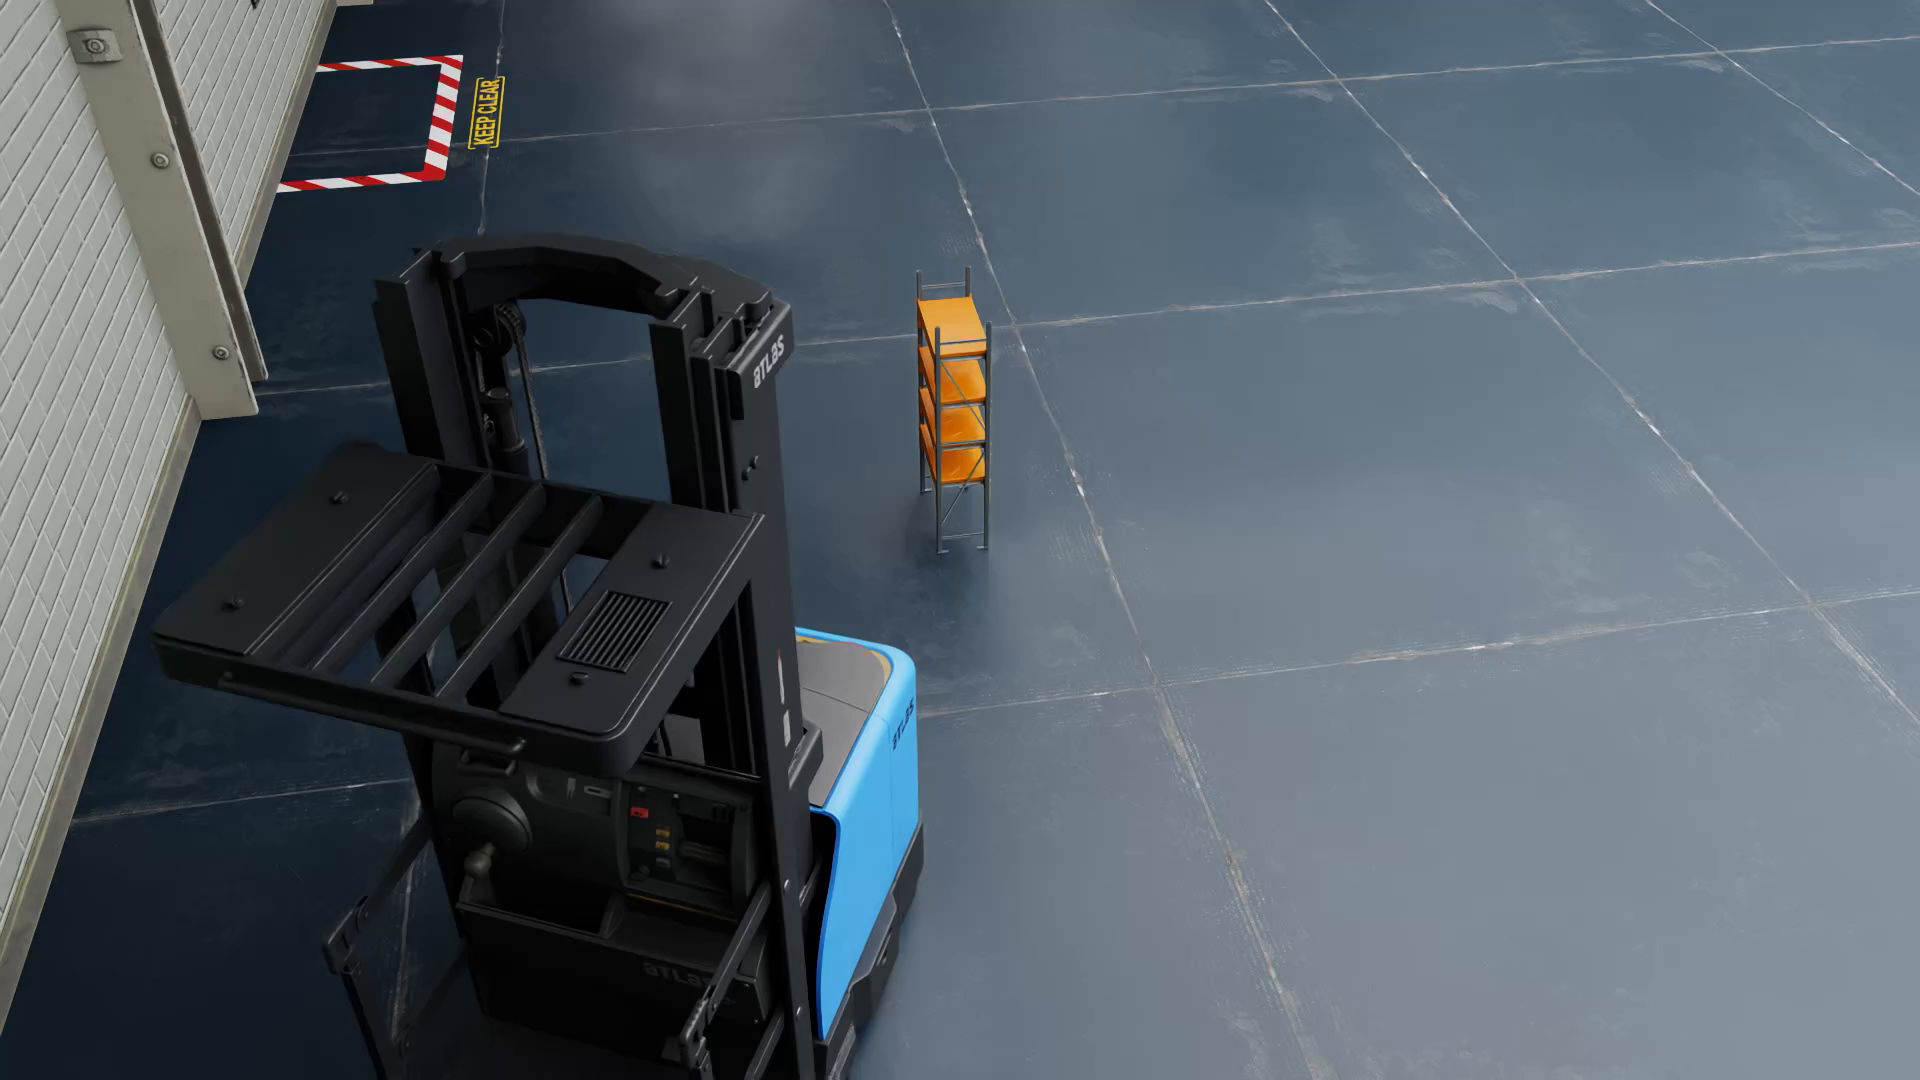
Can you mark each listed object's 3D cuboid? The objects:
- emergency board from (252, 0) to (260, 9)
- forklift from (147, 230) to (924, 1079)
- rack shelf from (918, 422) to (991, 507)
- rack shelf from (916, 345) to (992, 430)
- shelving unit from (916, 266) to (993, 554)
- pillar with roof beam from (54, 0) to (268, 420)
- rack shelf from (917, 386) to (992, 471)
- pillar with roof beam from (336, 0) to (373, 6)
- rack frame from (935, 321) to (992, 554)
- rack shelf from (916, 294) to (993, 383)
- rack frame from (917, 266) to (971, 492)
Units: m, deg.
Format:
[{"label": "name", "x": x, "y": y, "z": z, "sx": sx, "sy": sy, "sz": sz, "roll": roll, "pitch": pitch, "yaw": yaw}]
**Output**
[{"label": "emergency board", "x": -4.487, "y": -4.054, "z": 10.523, "sx": 0.157, "sy": 1.169, "sz": 0.626, "roll": -6, "pitch": 38, "yaw": -8}, {"label": "forklift", "x": -1.048, "y": 0.836, "z": 4.285, "sx": 1.130, "sy": 2.935, "sz": 3.031, "roll": 11, "pitch": 39, "yaw": 13}, {"label": "rack shelf", "x": -0.029, "y": -0.364, "z": 7.674, "sx": 0.258, "sy": 0.148, "sz": 0.480, "roll": -6, "pitch": 38, "yaw": -8}, {"label": "rack shelf", "x": -0.029, "y": -0.697, "z": 7.415, "sx": 0.258, "sy": 0.148, "sz": 0.480, "roll": -6, "pitch": 38, "yaw": -8}, {"label": "shelving unit", "x": -0.029, "y": -0.574, "z": 7.511, "sx": 0.258, "sy": 1.200, "sz": 0.503, "roll": -6, "pitch": 38, "yaw": -8}, {"label": "pillar with roof beam", "x": 0.424, "y": -4.766, "z": 6.550, "sx": 9.100, "sy": 9.000, "sz": 0.400, "roll": -6, "pitch": 38, "yaw": -8}, {"label": "rack shelf", "x": -0.029, "y": -0.521, "z": 7.552, "sx": 0.258, "sy": 0.148, "sz": 0.480, "roll": -6, "pitch": 38, "yaw": -8}, {"label": "pillar with roof beam", "x": -0.628, "y": -8.390, "z": 11.215, "sx": 9.100, "sy": 9.000, "sz": 0.400, "roll": -6, "pitch": 38, "yaw": -8}, {"label": "rack frame", "x": 0.014, "y": -0.426, "z": 7.321, "sx": 0.240, "sy": 1.200, "sz": 0.015, "roll": -6, "pitch": 38, "yaw": -8}, {"label": "rack shelf", "x": -0.029, "y": -0.884, "z": 7.270, "sx": 0.258, "sy": 0.148, "sz": 0.480, "roll": -6, "pitch": 38, "yaw": -8}, {"label": "rack frame", "x": -0.072, "y": -0.721, "z": 7.700, "sx": 0.240, "sy": 1.200, "sz": 0.015, "roll": -6, "pitch": 38, "yaw": -8}]
